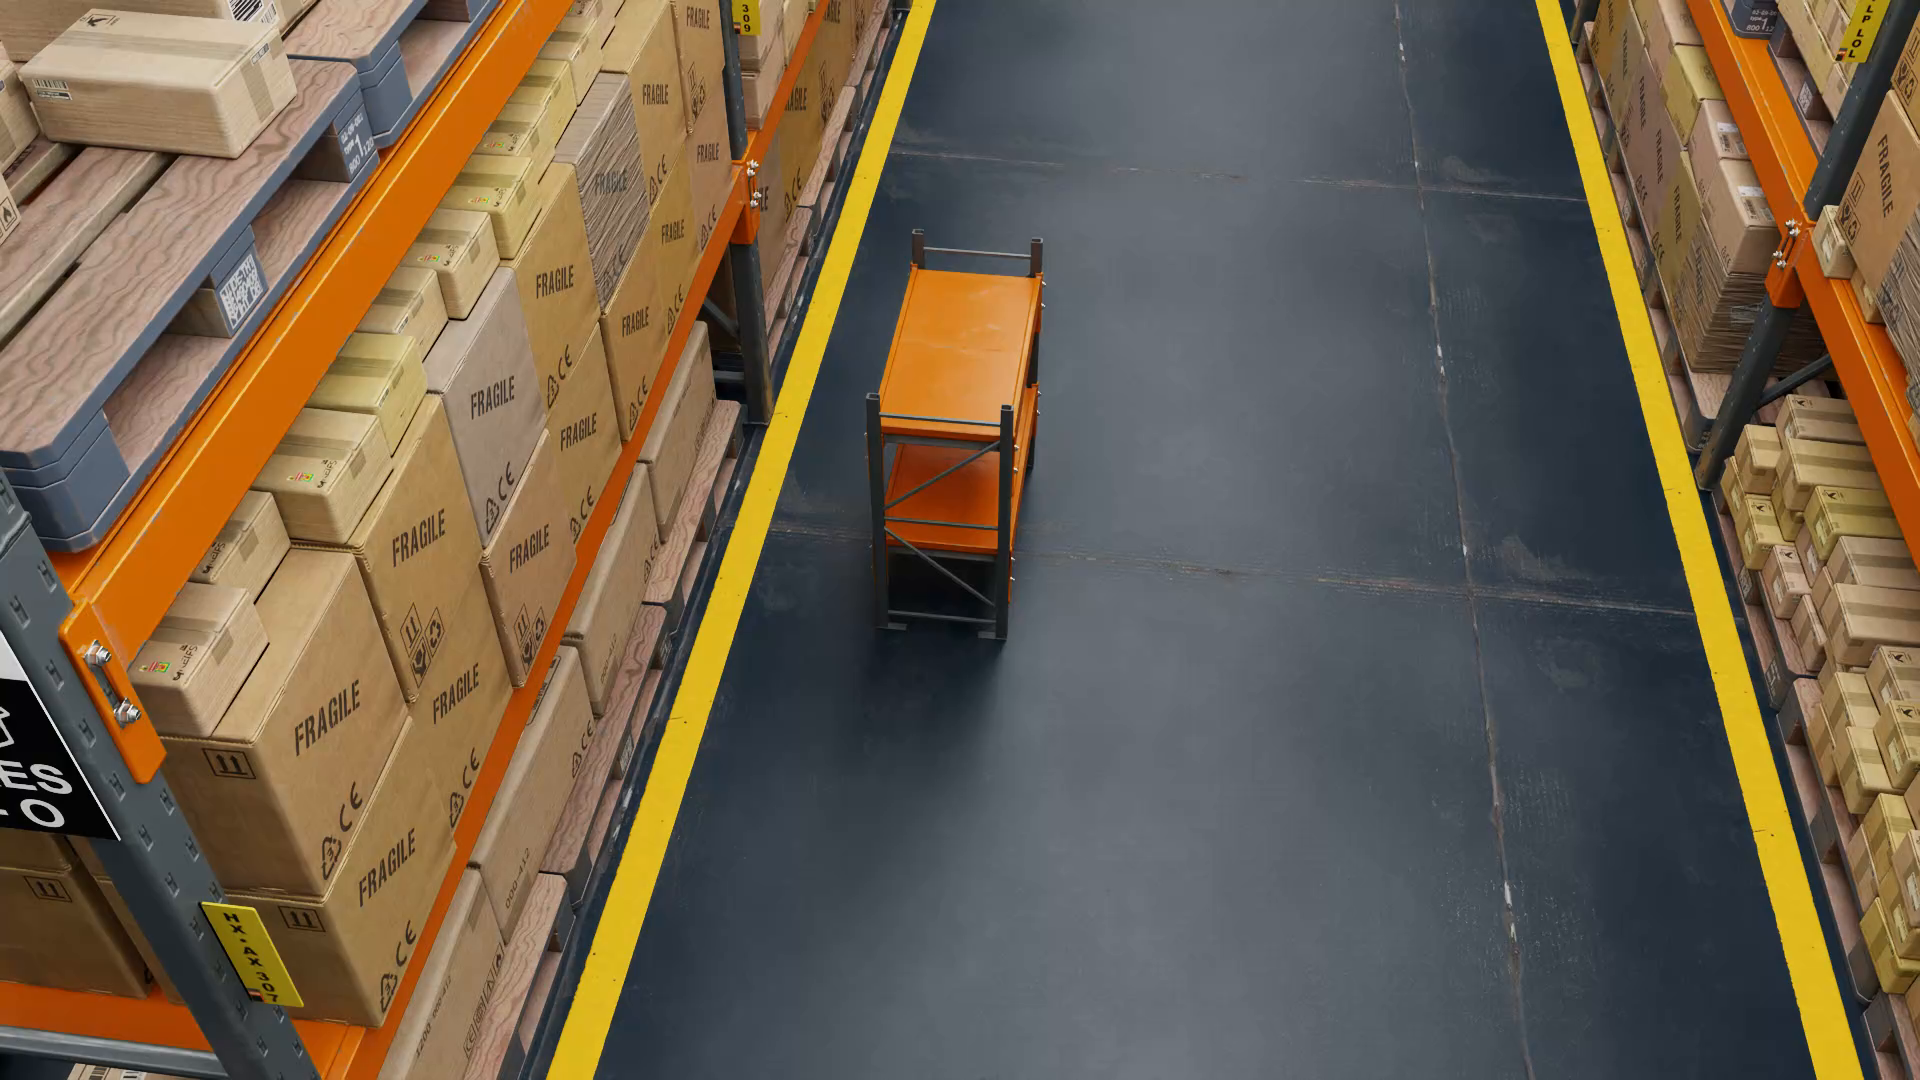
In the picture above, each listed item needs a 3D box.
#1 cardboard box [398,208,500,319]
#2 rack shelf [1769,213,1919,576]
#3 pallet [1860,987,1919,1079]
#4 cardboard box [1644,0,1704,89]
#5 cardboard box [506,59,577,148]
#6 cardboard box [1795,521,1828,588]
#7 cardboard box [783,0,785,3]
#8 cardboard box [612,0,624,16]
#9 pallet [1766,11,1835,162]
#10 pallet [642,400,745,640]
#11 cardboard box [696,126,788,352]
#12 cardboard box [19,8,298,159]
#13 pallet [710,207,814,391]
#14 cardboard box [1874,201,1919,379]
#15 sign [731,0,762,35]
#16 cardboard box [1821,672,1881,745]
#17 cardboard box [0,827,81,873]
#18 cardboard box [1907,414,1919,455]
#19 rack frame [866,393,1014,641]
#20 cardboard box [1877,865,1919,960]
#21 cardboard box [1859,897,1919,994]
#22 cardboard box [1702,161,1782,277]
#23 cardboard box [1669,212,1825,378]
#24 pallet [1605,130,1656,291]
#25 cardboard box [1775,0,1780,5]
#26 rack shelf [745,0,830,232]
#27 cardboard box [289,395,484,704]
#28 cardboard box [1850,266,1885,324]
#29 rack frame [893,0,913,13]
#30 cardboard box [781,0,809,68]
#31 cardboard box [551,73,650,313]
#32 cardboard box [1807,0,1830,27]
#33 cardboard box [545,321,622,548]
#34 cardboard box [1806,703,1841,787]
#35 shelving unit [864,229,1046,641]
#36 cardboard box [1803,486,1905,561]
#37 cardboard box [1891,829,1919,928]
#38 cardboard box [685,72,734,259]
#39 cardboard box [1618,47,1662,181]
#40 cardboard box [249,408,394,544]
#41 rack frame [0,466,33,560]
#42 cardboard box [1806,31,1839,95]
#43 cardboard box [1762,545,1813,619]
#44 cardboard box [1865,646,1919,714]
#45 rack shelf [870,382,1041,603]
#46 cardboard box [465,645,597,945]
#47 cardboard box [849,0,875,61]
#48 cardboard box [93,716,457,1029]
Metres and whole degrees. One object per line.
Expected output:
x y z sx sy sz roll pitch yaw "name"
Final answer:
-1.345 -0.677 4.012 0.380 0.149 0.250 6 44 6 "cardboard box"
3.332 0.337 4.736 1.077 0.370 4.000 5 44 6 "rack shelf"
3.220 1.849 4.644 1.003 0.211 1.213 5 44 6 "pallet"
3.649 -2.401 8.071 0.500 0.250 0.500 6 44 6 "cardboard box"
-1.280 -1.199 4.563 0.380 0.149 0.250 4 44 5 "cardboard box"
3.290 0.055 6.062 0.380 0.149 0.250 5 44 5 "cardboard box"
-0.945 -2.428 6.878 0.500 0.250 0.500 6 44 6 "cardboard box"
-1.234 -1.726 5.119 0.380 0.149 0.250 5 44 6 "cardboard box"
3.842 -1.726 6.530 1.003 0.211 1.213 5 44 6 "pallet"
-1.501 -0.145 6.750 1.003 0.211 1.213 5 44 6 "pallet"
-1.321 -1.479 7.371 0.875 0.875 0.875 6 44 7 "cardboard box"
-1.480 -0.850 3.089 0.380 0.149 0.250 7 44 7 "cardboard box"
-1.296 -1.189 7.852 1.003 0.211 1.213 5 44 6 "pallet"
3.223 -0.779 5.102 0.500 0.500 0.500 5 44 5 "cardboard box"
-0.773 -1.962 5.954 0.100 0.325 0.005 5 44 6 "sign"
3.096 0.590 5.497 0.380 0.149 0.250 5 44 5 "cardboard box"
-2.024 0.308 3.443 0.500 0.500 0.500 7 44 7 "cardboard box"
3.151 -0.313 5.082 0.380 0.149 0.250 6 44 6 "cardboard box"
-0.068 -0.057 5.993 0.500 1.125 0.032 5 44 6 "rack frame"
2.977 1.119 4.938 0.380 0.149 0.250 6 44 6 "cardboard box"
2.976 1.238 5.029 0.380 0.149 0.250 3 44 4 "cardboard box"
3.444 -1.335 6.946 0.500 0.250 0.500 4 44 4 "cardboard box"
3.445 -1.060 7.200 0.500 0.500 0.500 4 44 5 "cardboard box"
3.857 -1.640 8.328 1.003 0.211 1.213 5 44 6 "pallet"
3.586 -2.345 6.922 0.380 0.149 0.250 4 44 4 "cardboard box"
-1.059 -2.771 8.018 1.077 0.370 4.000 5 44 6 "rack shelf"
-1.445 0.004 3.764 0.500 0.500 0.500 4 44 4 "cardboard box"
3.274 -0.850 5.649 0.380 0.149 0.250 6 44 7 "cardboard box"
-0.795 -4.395 9.210 1.000 3.000 0.127 5 44 6 "rack frame"
-0.937 -2.243 7.046 0.500 0.250 0.500 4 44 4 "cardboard box"
-1.245 -1.029 4.855 0.500 0.500 0.500 6 44 6 "cardboard box"
3.523 -2.095 6.441 0.380 0.149 0.250 7 44 7 "cardboard box"
-1.330 -0.315 4.828 0.500 0.500 0.500 7 44 7 "cardboard box"
3.099 0.702 5.595 0.380 0.149 0.250 4 44 4 "cardboard box"
-0.001 -0.404 6.358 0.538 1.125 1.048 5 44 6 "shelving unit"
3.266 -0.046 5.952 0.380 0.149 0.250 5 44 5 "cardboard box"
2.962 1.008 4.839 0.380 0.149 0.250 7 44 7 "cardboard box"
-1.131 -1.366 5.938 0.500 0.500 0.500 6 44 6 "cardboard box"
3.653 -2.106 8.306 0.500 0.500 0.500 4 44 4 "cardboard box"
-1.419 -0.146 3.451 0.380 0.149 0.250 6 44 7 "cardboard box"
-1.852 -1.121 1.389 1.000 3.000 0.127 5 44 6 "rack frame"
3.486 -1.815 6.362 0.380 0.149 0.250 5 44 6 "cardboard box"
3.213 0.170 6.157 0.380 0.149 0.250 5 44 5 "cardboard box"
3.185 0.493 5.383 0.380 0.149 0.250 4 44 4 "cardboard box"
-0.001 -0.226 6.527 0.538 0.278 1.000 5 44 6 "rack shelf"
-1.751 0.752 5.332 0.875 0.438 0.875 6 44 7 "cardboard box"
-0.968 -3.313 9.307 0.875 0.875 0.875 5 44 5 "cardboard box"
-1.504 0.720 3.735 0.500 0.500 0.500 5 44 5 "cardboard box"
